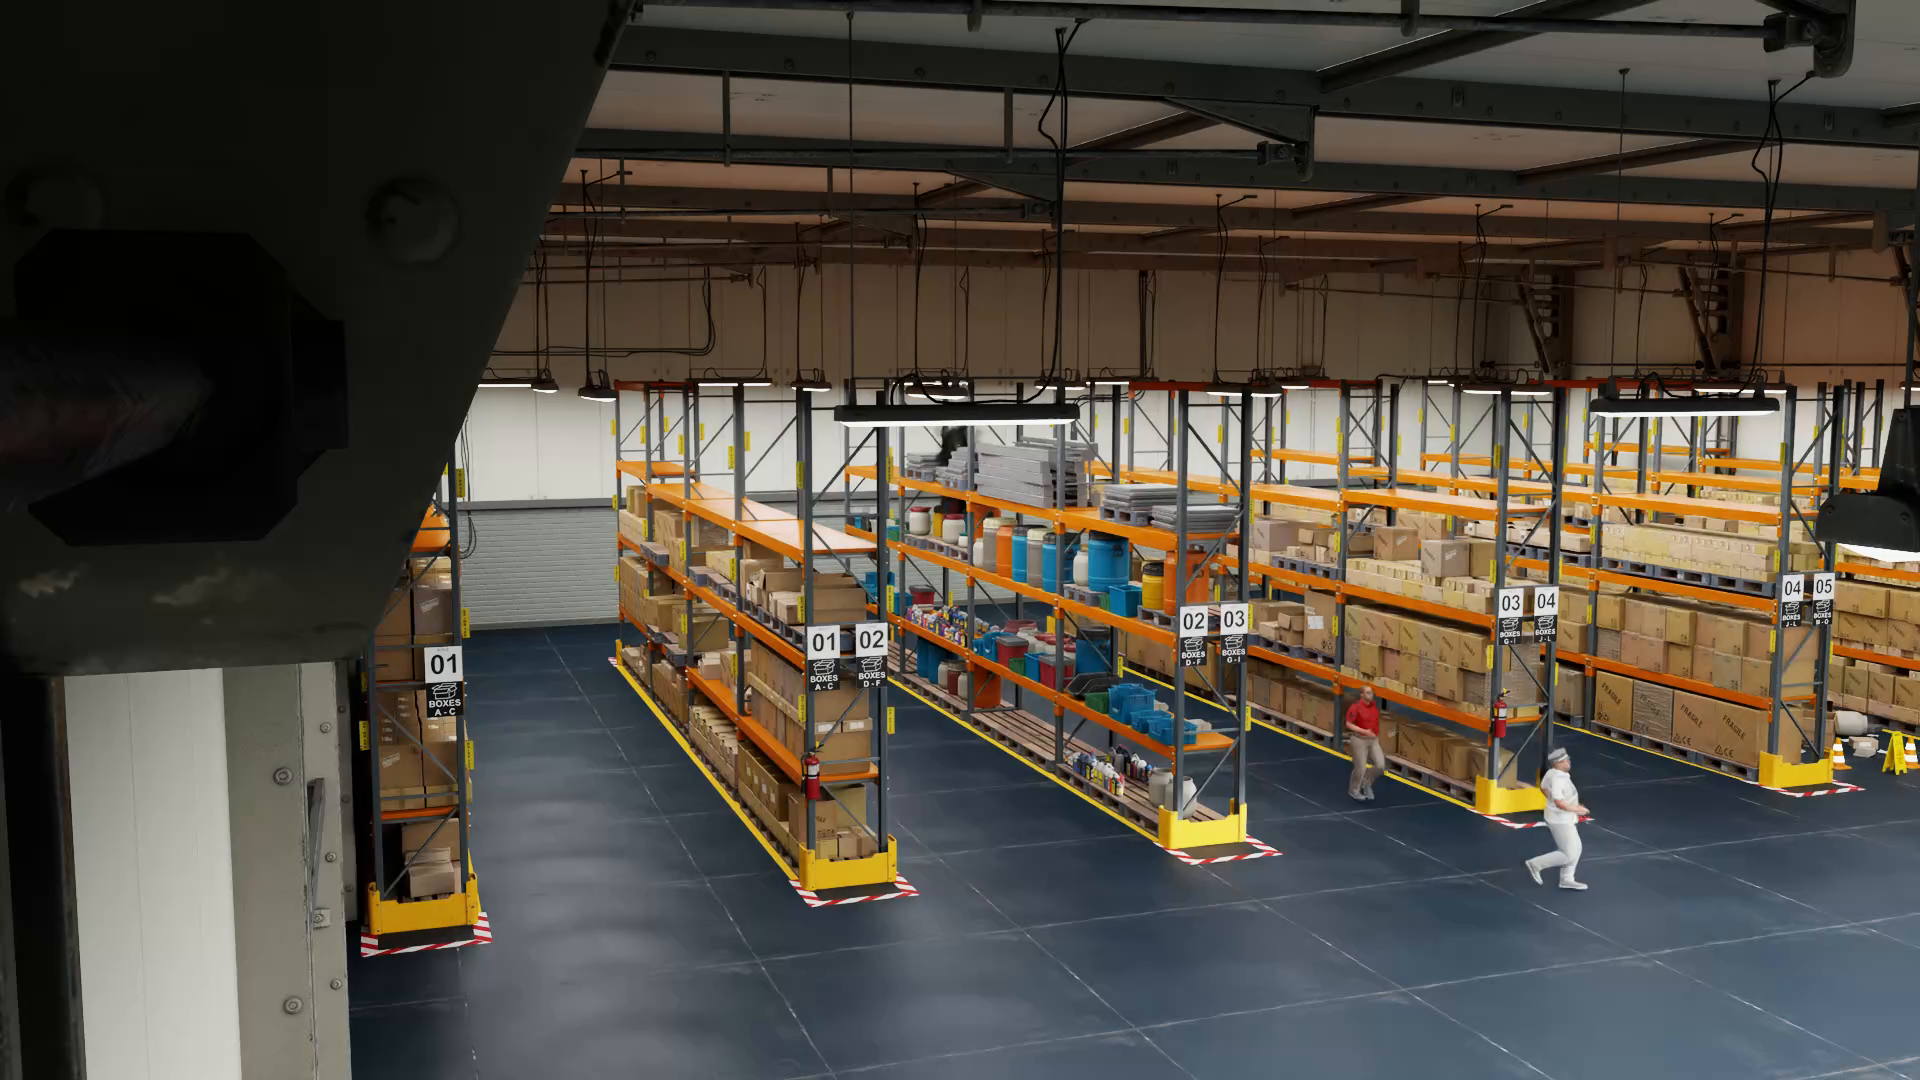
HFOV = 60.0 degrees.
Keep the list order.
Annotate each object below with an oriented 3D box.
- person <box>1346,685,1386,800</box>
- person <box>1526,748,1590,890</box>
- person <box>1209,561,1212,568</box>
[{"bbox_3d":[5.878,2.949,24.050,0.657,1.715,0.645,-3,7,-27],"label":"person"},{"bbox_3d":[7.198,3.350,20.021,0.747,1.738,0.666,1,6,9],"label":"person"},{"bbox_3d":[5.807,1.308,39.569,0.609,1.682,0.882,2,6,14],"label":"person"}]
